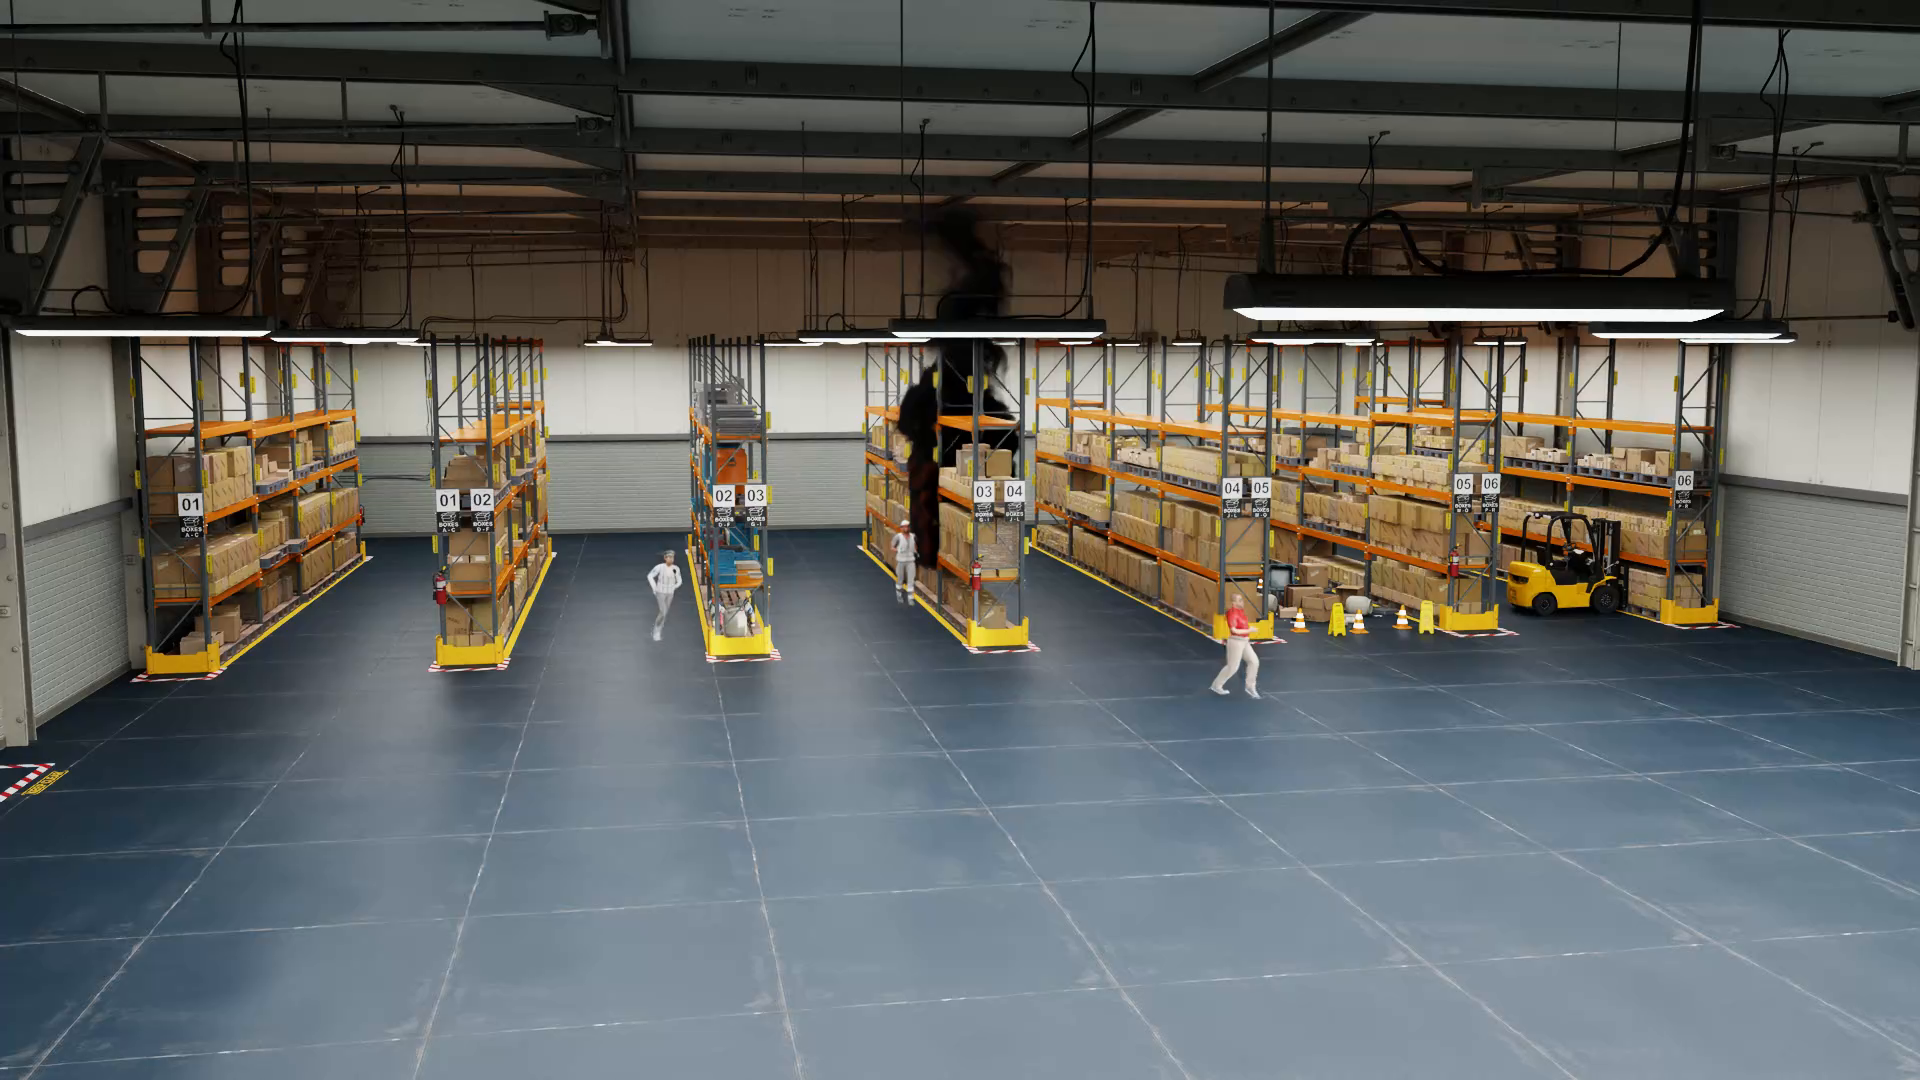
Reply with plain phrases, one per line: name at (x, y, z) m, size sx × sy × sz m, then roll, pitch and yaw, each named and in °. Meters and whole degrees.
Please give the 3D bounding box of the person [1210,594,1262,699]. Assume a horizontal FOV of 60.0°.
person at (4.566, 1.765, 27.391) m, size 0.822 × 1.769 × 0.670 m, roll 3°, pitch 7°, yaw 27°

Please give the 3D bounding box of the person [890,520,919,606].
person at (-1.145, 0.488, 35.284) m, size 0.661 × 1.823 × 0.942 m, roll -2°, pitch 7°, yaw -18°

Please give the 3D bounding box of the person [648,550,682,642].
person at (-5.512, 1.044, 31.316) m, size 0.588 × 1.714 × 0.549 m, roll -4°, pitch 8°, yaw -32°

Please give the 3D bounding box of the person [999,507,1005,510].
person at (1.306, -0.486, 46.437) m, size 0.660 × 1.823 × 0.870 m, roll -1°, pitch 7°, yaw -7°
